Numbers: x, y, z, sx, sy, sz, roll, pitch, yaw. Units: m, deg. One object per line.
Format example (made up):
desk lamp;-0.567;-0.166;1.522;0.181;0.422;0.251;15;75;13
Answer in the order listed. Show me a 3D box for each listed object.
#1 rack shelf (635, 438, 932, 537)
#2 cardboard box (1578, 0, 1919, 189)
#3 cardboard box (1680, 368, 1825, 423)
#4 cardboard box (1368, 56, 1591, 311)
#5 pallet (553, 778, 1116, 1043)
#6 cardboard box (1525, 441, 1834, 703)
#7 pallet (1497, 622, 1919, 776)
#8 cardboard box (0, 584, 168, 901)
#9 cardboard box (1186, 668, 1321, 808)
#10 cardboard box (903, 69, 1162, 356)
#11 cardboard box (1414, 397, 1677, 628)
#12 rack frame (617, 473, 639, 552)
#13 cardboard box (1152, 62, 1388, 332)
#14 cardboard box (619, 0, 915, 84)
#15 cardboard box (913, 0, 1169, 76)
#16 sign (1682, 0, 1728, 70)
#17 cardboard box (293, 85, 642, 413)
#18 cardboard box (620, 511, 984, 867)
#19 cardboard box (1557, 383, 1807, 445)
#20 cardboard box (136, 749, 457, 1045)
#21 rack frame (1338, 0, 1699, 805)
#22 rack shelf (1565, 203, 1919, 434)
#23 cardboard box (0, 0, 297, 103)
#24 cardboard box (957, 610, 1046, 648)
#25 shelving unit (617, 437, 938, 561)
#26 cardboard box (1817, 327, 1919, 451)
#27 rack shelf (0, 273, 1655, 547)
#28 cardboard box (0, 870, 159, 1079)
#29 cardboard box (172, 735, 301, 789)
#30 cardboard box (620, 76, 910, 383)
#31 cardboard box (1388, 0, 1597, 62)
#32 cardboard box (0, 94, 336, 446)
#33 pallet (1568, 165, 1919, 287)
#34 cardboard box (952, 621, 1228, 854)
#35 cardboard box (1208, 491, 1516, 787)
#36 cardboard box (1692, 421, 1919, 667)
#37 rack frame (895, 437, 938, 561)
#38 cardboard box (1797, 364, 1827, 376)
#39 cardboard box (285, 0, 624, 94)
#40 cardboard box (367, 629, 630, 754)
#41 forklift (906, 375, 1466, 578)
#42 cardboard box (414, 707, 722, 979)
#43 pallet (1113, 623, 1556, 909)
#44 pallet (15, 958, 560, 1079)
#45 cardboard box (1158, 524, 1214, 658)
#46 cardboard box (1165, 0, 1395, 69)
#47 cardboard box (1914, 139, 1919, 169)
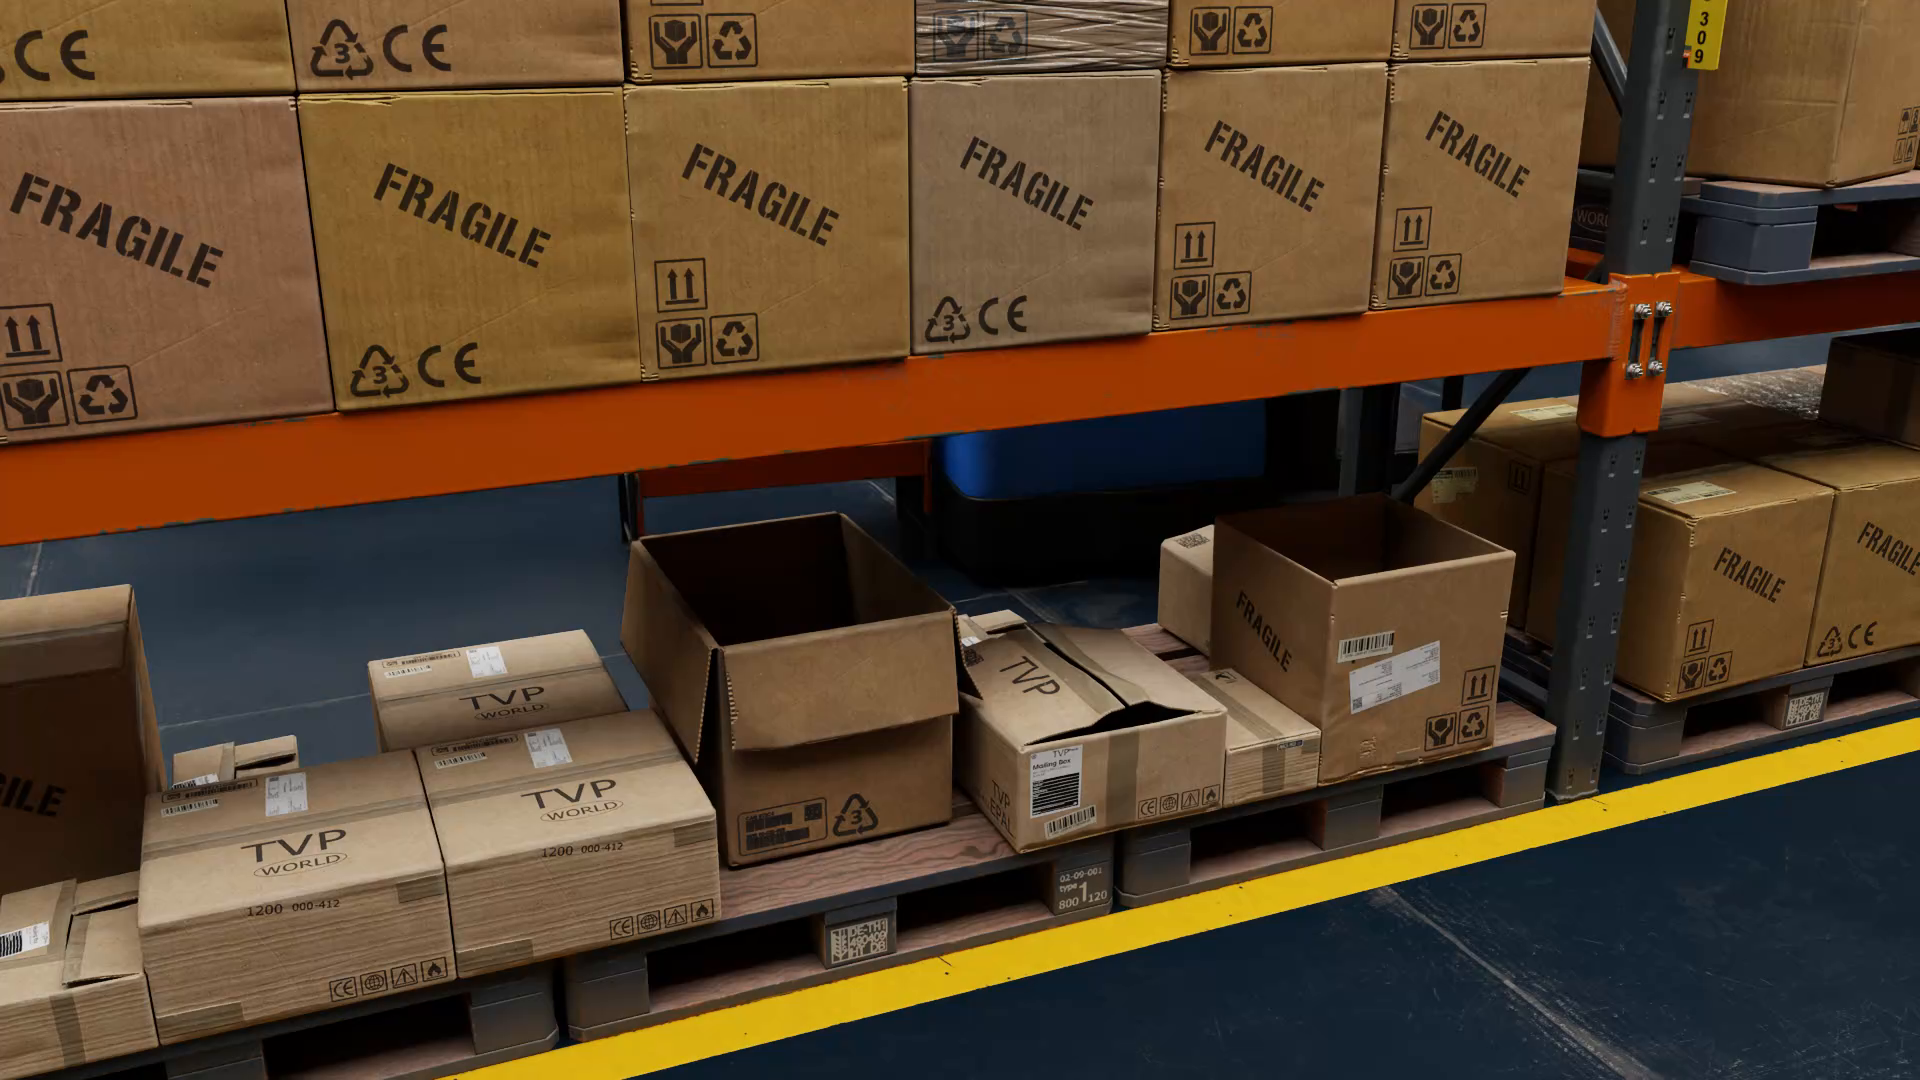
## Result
rack shelf;-0.649;-0.261;5.804;1.000;0.278;0.538;-5;20;-15
cardboard box;1.876;-1.154;4.000;0.500;0.500;0.700;-17;26;-40
cardboard box;2.609;-0.224;5.242;0.500;0.500;0.500;-8;21;-21
cardboard box;0.995;-0.818;3.677;0.500;0.500;0.500;-8;21;-21
pallet;-0.401;0.653;3.851;1.213;0.211;1.003;-8;21;-22
cardboard box;1.893;0.068;4.414;0.500;0.500;0.500;-9;21;-24
pallet;2.084;0.282;4.902;1.213;0.211;1.003;-8;21;-22
cardboard box;-1.919;0.437;3.367;0.500;0.500;0.500;-8;21;-22
cardboard box;0.621;0.452;3.852;0.250;0.149;0.380;-8;21;-22
cardboard box;0.051;-0.681;3.289;0.500;0.500;0.500;-8;21;-21
cardboard box;1.692;-0.095;4.877;0.500;0.500;0.500;-8;21;-22
rack frame;-1.138;-0.445;5.591;0.032;1.125;0.500;-5;20;-15
cardboard box;0.522;-0.749;3.483;0.500;0.500;0.500;-8;21;-20
cardboard box;-0.405;-1.087;2.938;0.500;0.500;0.500;-8;21;-22
cardboard box;0.058;-1.153;3.125;0.500;0.500;0.500;-8;21;-21
sign;1.574;-1.158;3.492;0.005;0.325;0.100;-8;21;-22
cardboard box;-0.875;-0.548;2.911;0.500;0.500;0.500;-8;21;-22
cardboard box;-0.371;0.304;3.738;0.637;0.503;0.797;-8;21;-22
cardboard box;2.149;-0.158;5.055;0.500;0.500;0.500;-8;21;-22
cardboard box;-1.250;0.650;3.136;0.500;0.250;0.500;-8;21;-22
rack frame;1.352;-0.914;4.103;0.127;3.000;1.000;-8;21;-22
rack shelf;3.188;-0.838;4.969;4.000;0.370;1.077;-8;21;-22
cardboard box;-1.332;-0.956;2.565;0.500;0.500;0.500;-8;21;-21
cardboard box;0.091;0.321;4.199;0.250;0.166;0.380;-8;21;-22
shelving unit;-0.649;-0.491;5.723;1.048;1.125;0.538;-5;20;-15
cardboard box;2.811;-0.418;4.663;0.500;0.250;0.500;-8;21;-22
rack shelf;-0.484;-0.312;3.475;4.000;0.370;1.077;-8;21;-22
cardboard box;-1.571;0.757;2.958;0.250;0.166;0.380;-8;21;-22
cardboard box;-1.512;0.568;3.496;0.250;0.166;0.380;-8;21;-22
cardboard box;-0.416;-0.613;3.097;0.500;0.500;0.500;-8;21;-21
cardboard box;0.990;-1.288;3.507;0.500;0.500;0.500;-8;21;-22
cardboard box;-1.337;-0.483;2.726;0.500;0.500;0.500;-8;21;-22
pallet;2.129;-0.896;4.339;1.213;0.211;1.003;-8;21;-22
cardboard box;0.253;0.406;3.737;0.500;0.311;0.500;-8;21;-22
cardboard box;0.941;0.219;3.986;0.500;0.500;0.500;-8;21;-22
cardboard box;2.378;-0.006;4.623;0.500;0.500;0.500;-8;21;-21
rack frame;-0.160;-0.538;5.855;0.032;1.125;0.500;-5;20;-15
cardboard box;3.076;-0.291;5.434;0.500;0.500;0.500;-9;21;-24
cardboard box;-0.871;-1.020;2.747;0.500;0.500;0.500;-8;21;-21
cardboard box;-1.035;0.439;3.737;0.500;0.250;0.500;-8;21;-22
forklift;1.339;-1.515;5.912;3.031;2.935;1.130;-5;20;-15
cardboard box;-0.791;0.585;3.323;0.500;0.250;0.500;-8;21;-22
pallet;0.721;0.491;4.310;1.213;0.211;1.003;-8;21;-22
pallet;-1.519;0.812;3.398;1.213;0.211;1.003;-8;21;-22
cardboard box;0.881;0.136;4.507;0.500;0.311;0.500;-8;21;-22
cardboard box;0.521;-1.220;3.313;0.500;0.500;0.500;-9;21;-23
cardboard box;2.482;-1.264;4.311;0.500;0.500;0.700;-5;20;-13
